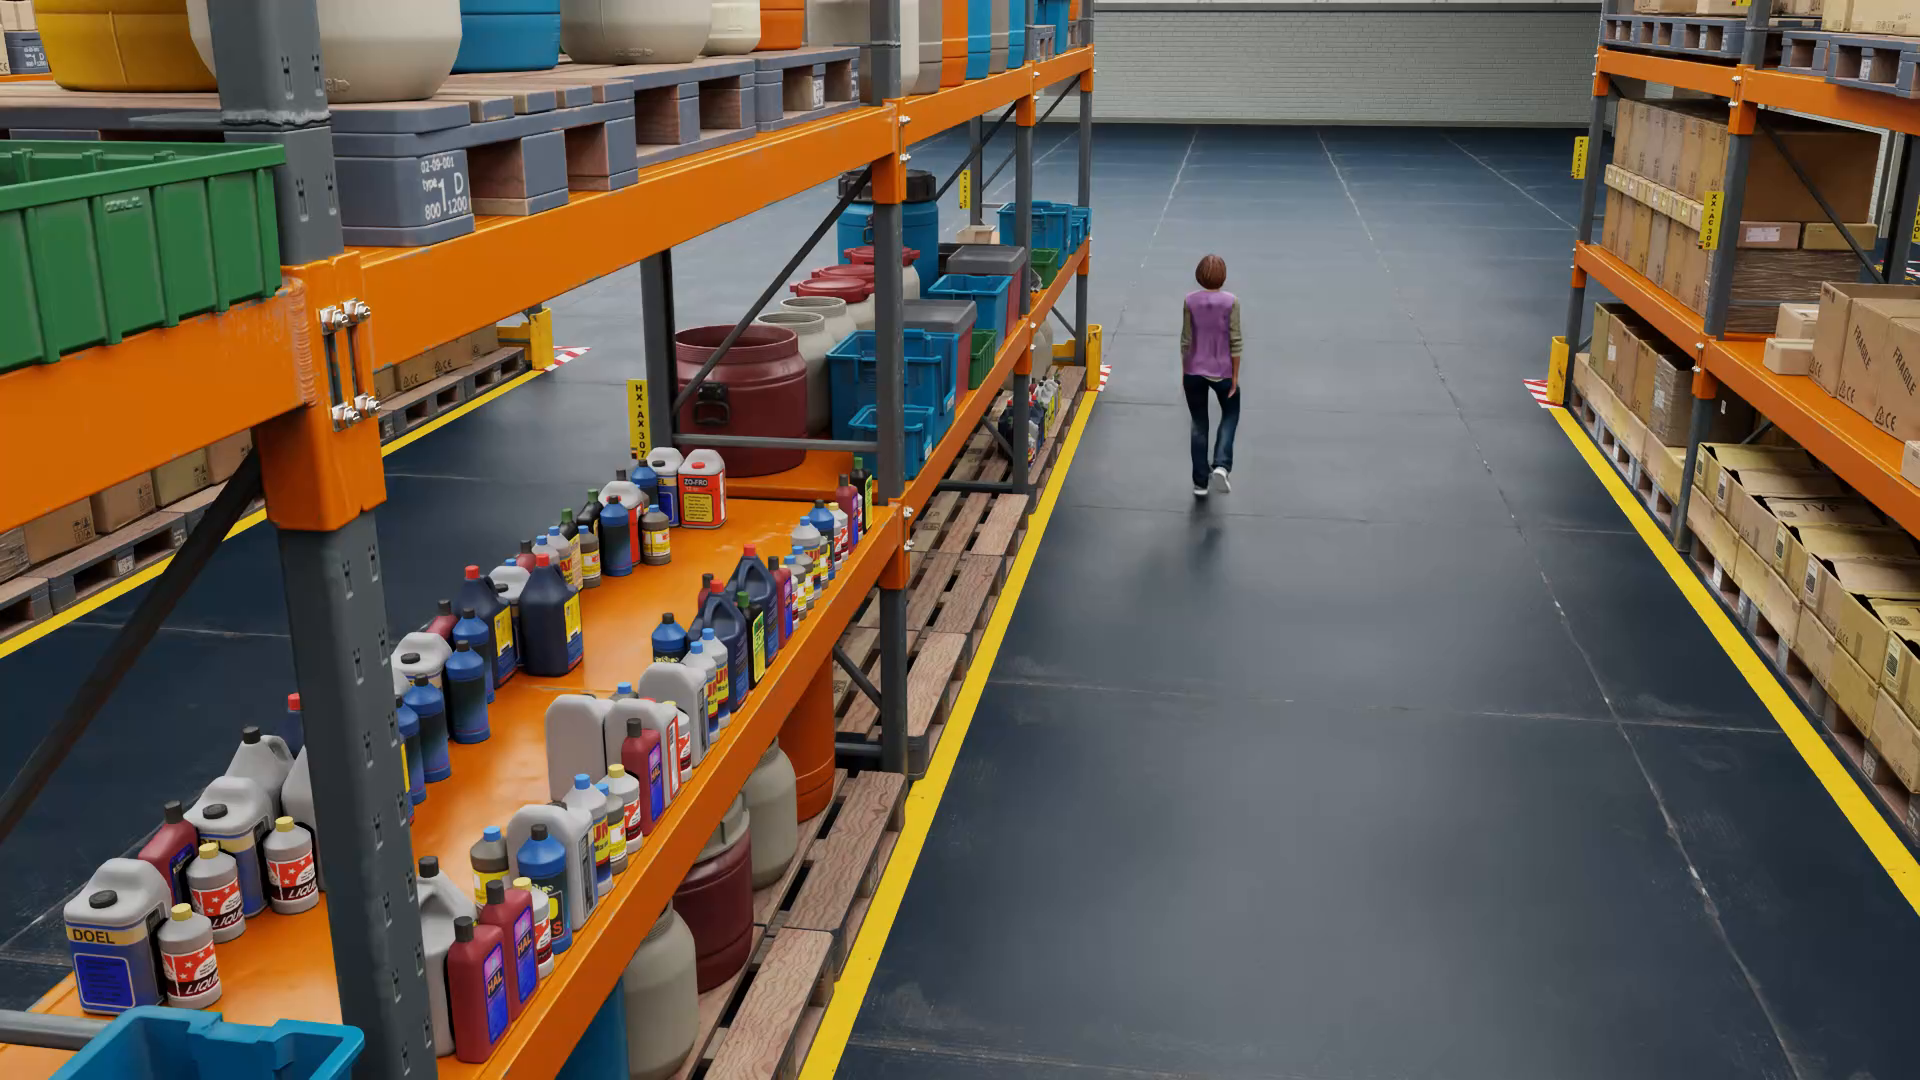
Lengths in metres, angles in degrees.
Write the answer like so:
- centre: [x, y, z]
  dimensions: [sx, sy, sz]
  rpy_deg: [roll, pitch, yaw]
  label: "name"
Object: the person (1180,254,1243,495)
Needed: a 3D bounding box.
- centre: [1.649, -1.088, 10.945]
  dimensions: [0.414, 1.600, 0.399]
  rpy_deg: [4, 19, 13]
  label: "person"
